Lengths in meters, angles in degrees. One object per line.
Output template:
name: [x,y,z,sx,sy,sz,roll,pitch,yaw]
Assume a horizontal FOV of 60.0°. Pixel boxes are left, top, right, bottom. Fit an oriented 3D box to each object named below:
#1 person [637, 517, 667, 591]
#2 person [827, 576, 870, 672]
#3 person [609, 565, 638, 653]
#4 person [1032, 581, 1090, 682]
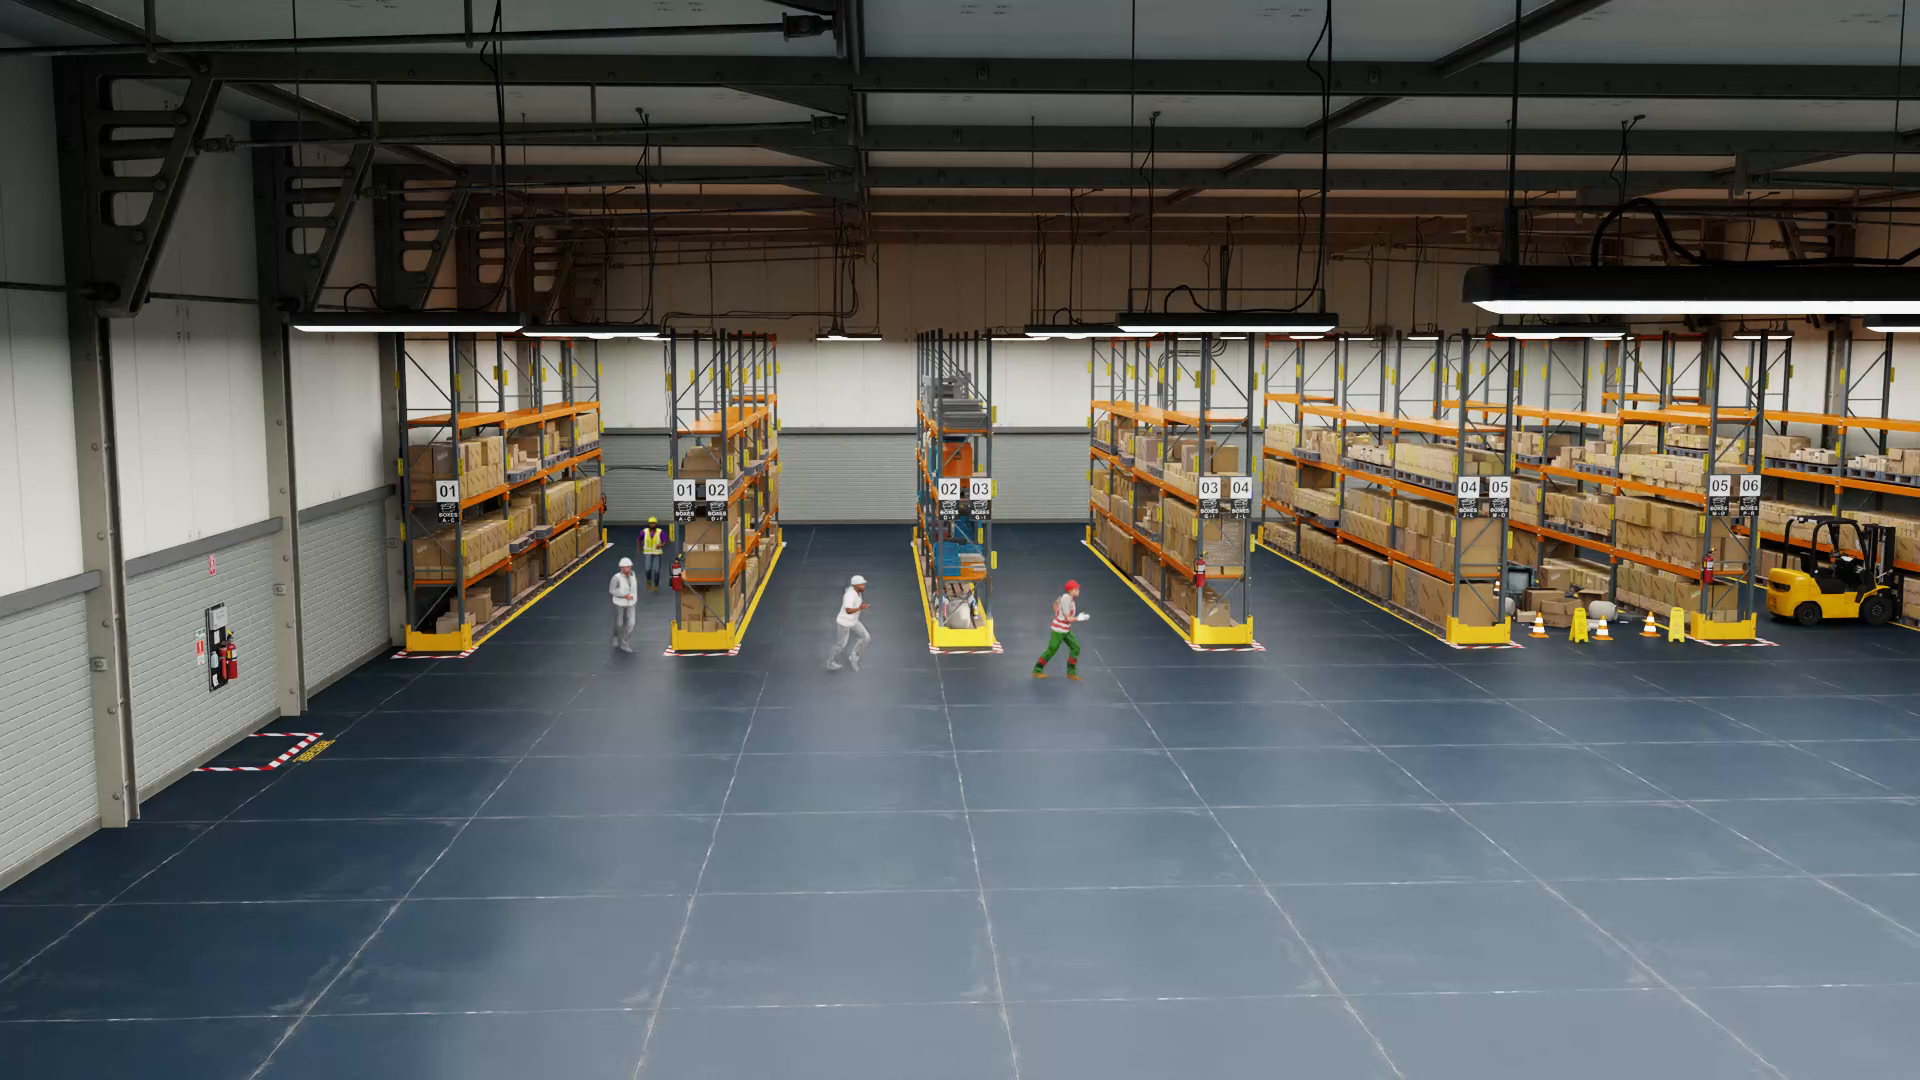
person: [-7.097,0.333,38.318,0.701,1.724,0.634,-1,7,-6]
person: [-1.925,1.462,28.896,0.904,1.716,0.655,3,7,26]
person: [-6.333,1.222,31.164,0.626,1.731,0.789,-4,8,-33]
person: [1.725,1.545,28.147,0.995,1.753,0.692,2,7,17]
